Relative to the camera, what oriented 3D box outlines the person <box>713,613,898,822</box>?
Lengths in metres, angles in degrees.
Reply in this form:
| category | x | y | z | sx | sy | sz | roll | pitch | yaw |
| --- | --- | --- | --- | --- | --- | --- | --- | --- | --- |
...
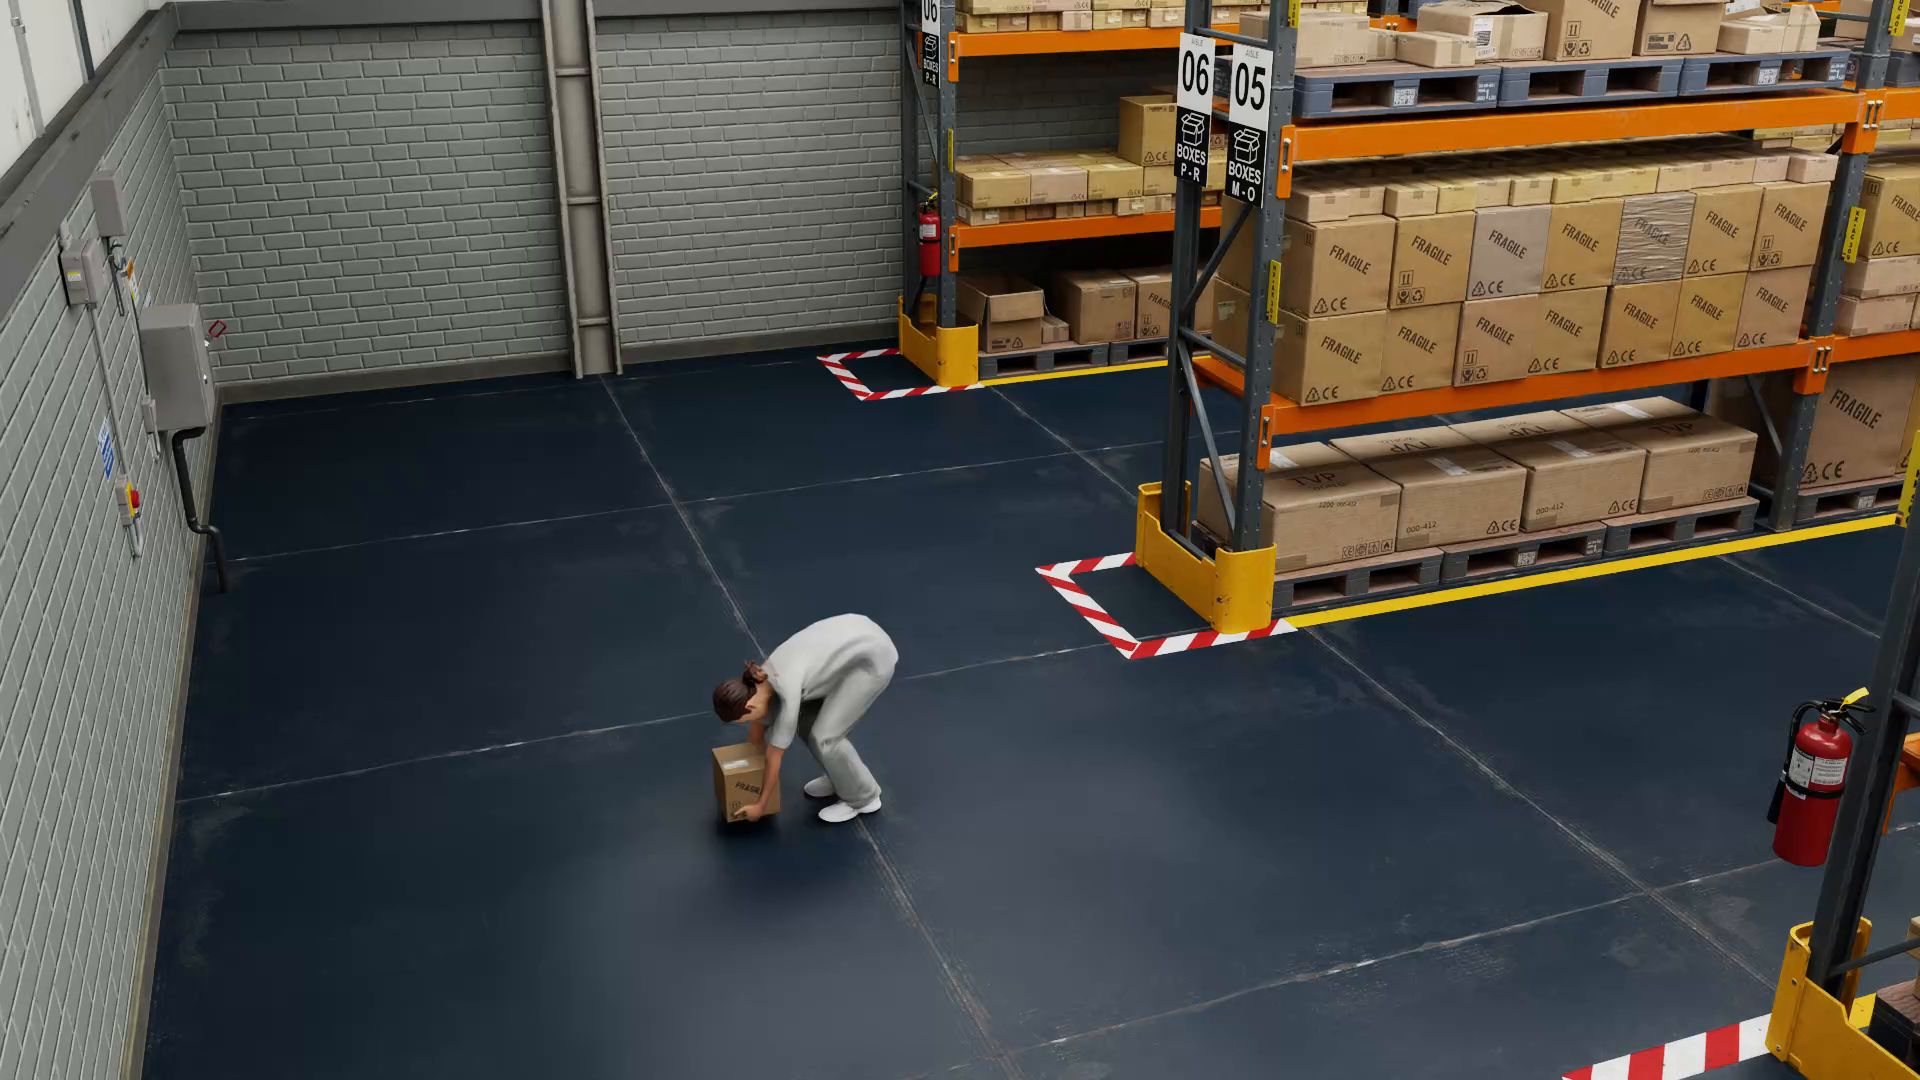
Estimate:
| category | x | y | z | sx | sy | sz | roll | pitch | yaw |
| --- | --- | --- | --- | --- | --- | --- | --- | --- | --- |
| person | -0.699 | 0.832 | 7.580 | 0.851 | 0.918 | 0.467 | -9 | 24 | -22 |
